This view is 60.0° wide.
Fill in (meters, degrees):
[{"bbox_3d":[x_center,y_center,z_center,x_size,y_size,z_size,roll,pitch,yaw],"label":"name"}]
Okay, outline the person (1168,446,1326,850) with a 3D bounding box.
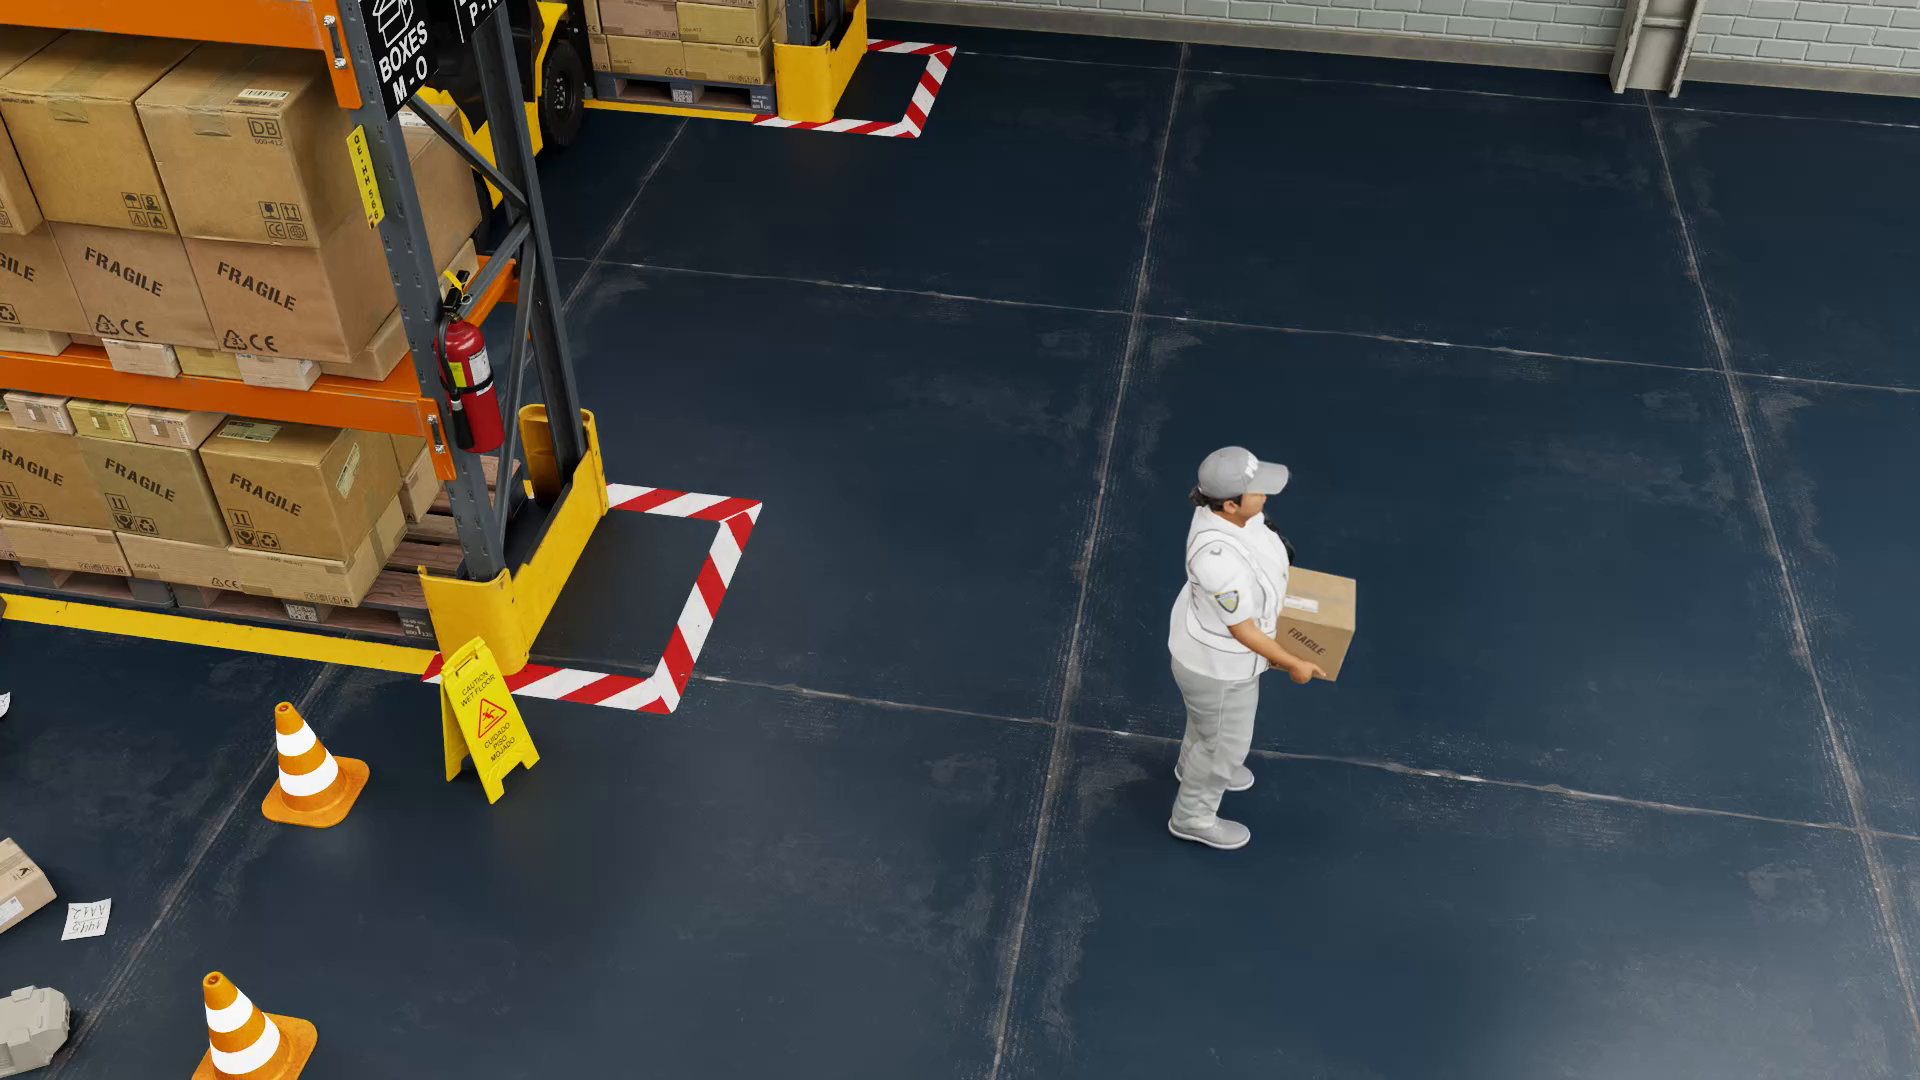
[{"bbox_3d":[0.984,0.375,5.729,0.535,1.654,0.452,7,41,8],"label":"person"}]
